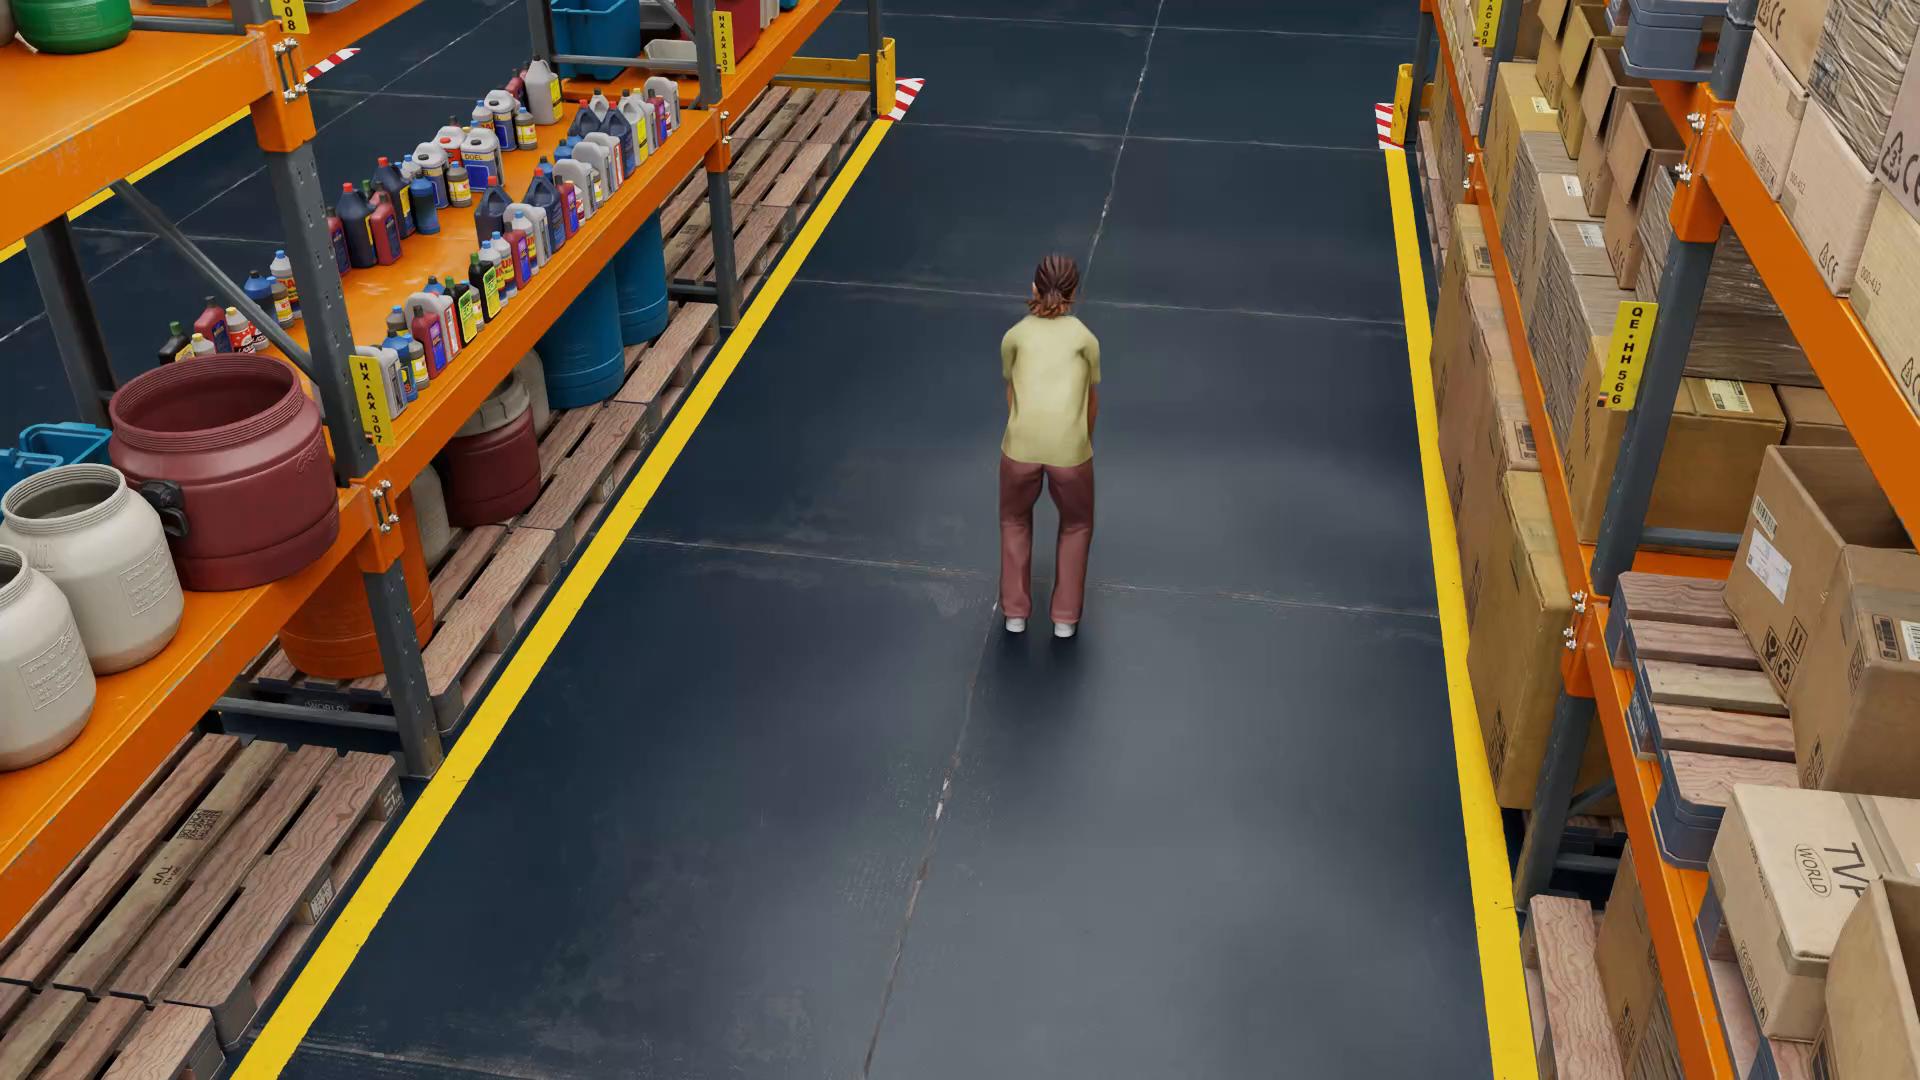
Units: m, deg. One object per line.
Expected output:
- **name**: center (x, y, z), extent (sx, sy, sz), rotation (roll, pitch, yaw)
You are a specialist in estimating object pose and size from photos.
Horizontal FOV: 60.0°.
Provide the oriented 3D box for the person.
- **person**: center (0.362, -0.376, 6.832), extent (0.412, 1.571, 0.582), rotation (5, 33, 7)
